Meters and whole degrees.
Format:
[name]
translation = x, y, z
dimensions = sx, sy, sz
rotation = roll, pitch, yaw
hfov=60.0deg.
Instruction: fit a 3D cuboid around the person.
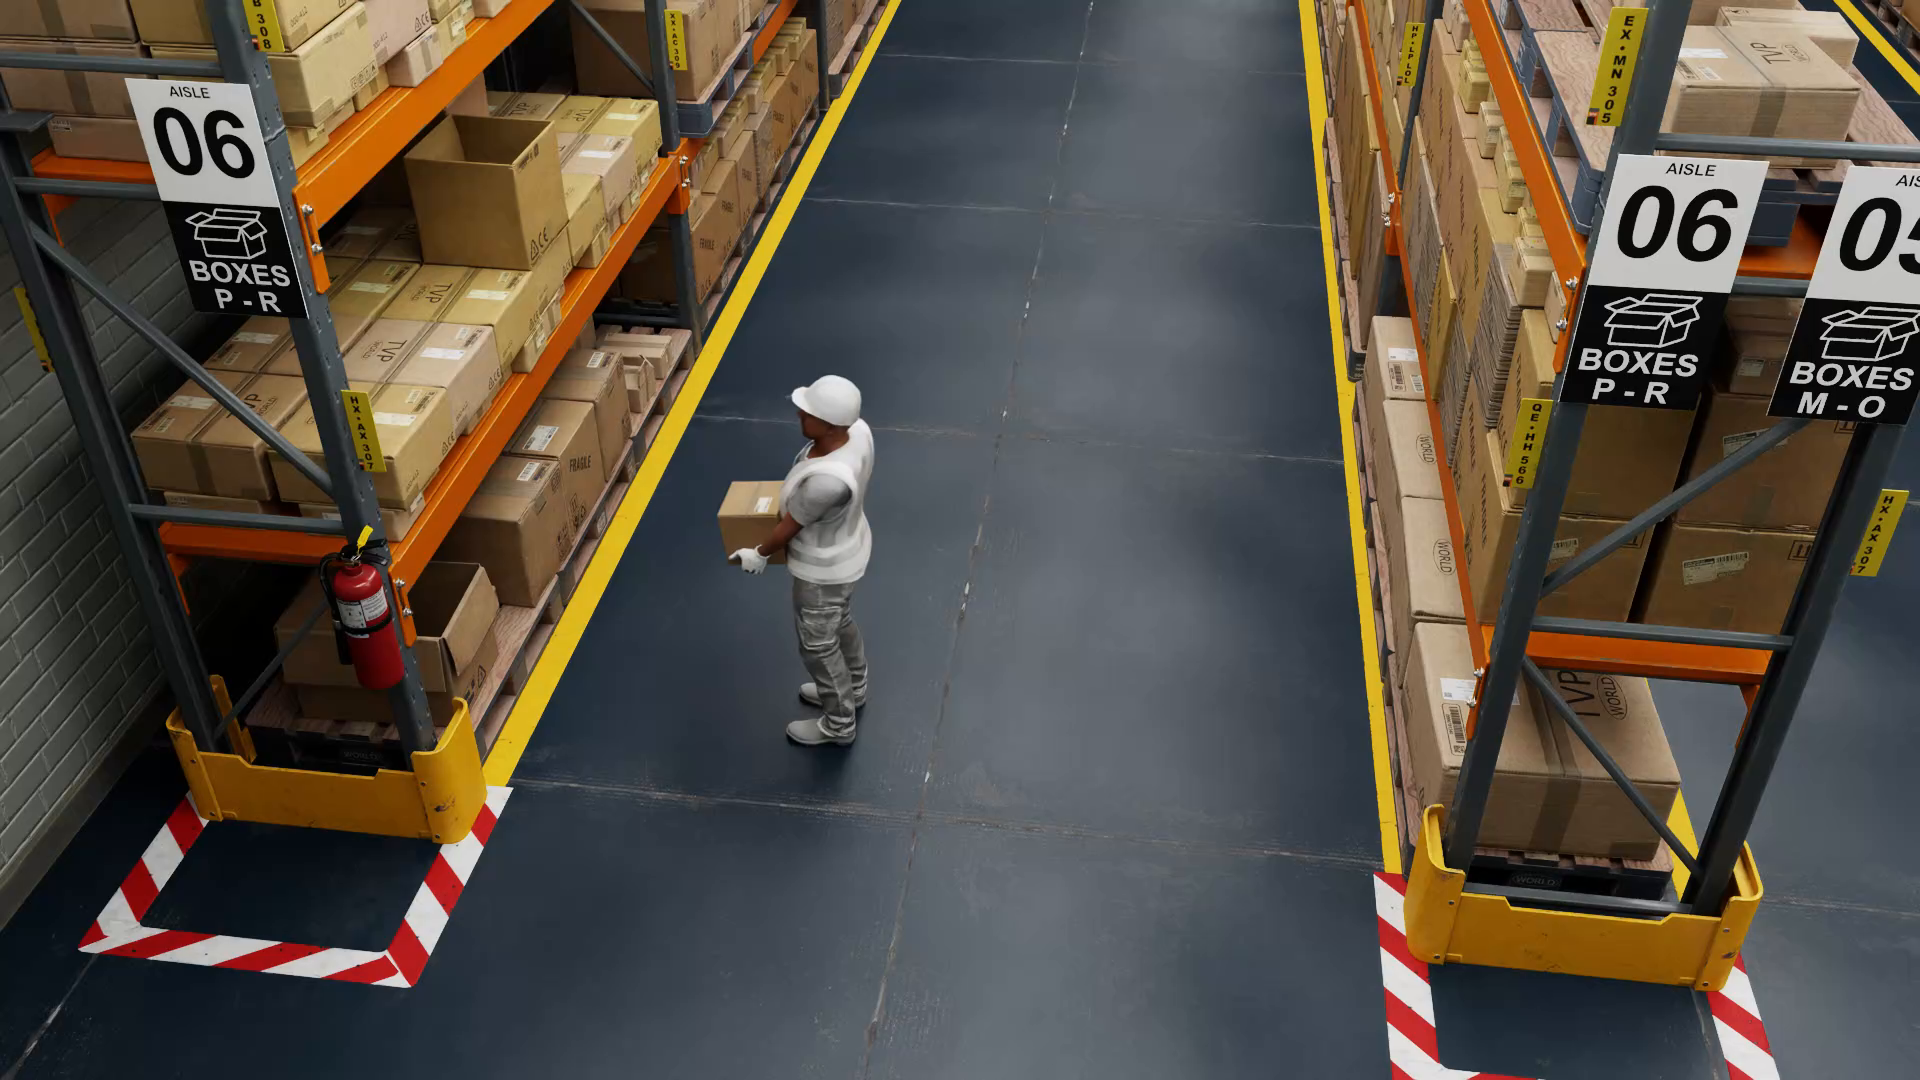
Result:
[person]
translation = -0.648, 0.081, 6.916
dimensions = 0.575, 1.778, 0.487
rotation = 5, 36, 6
